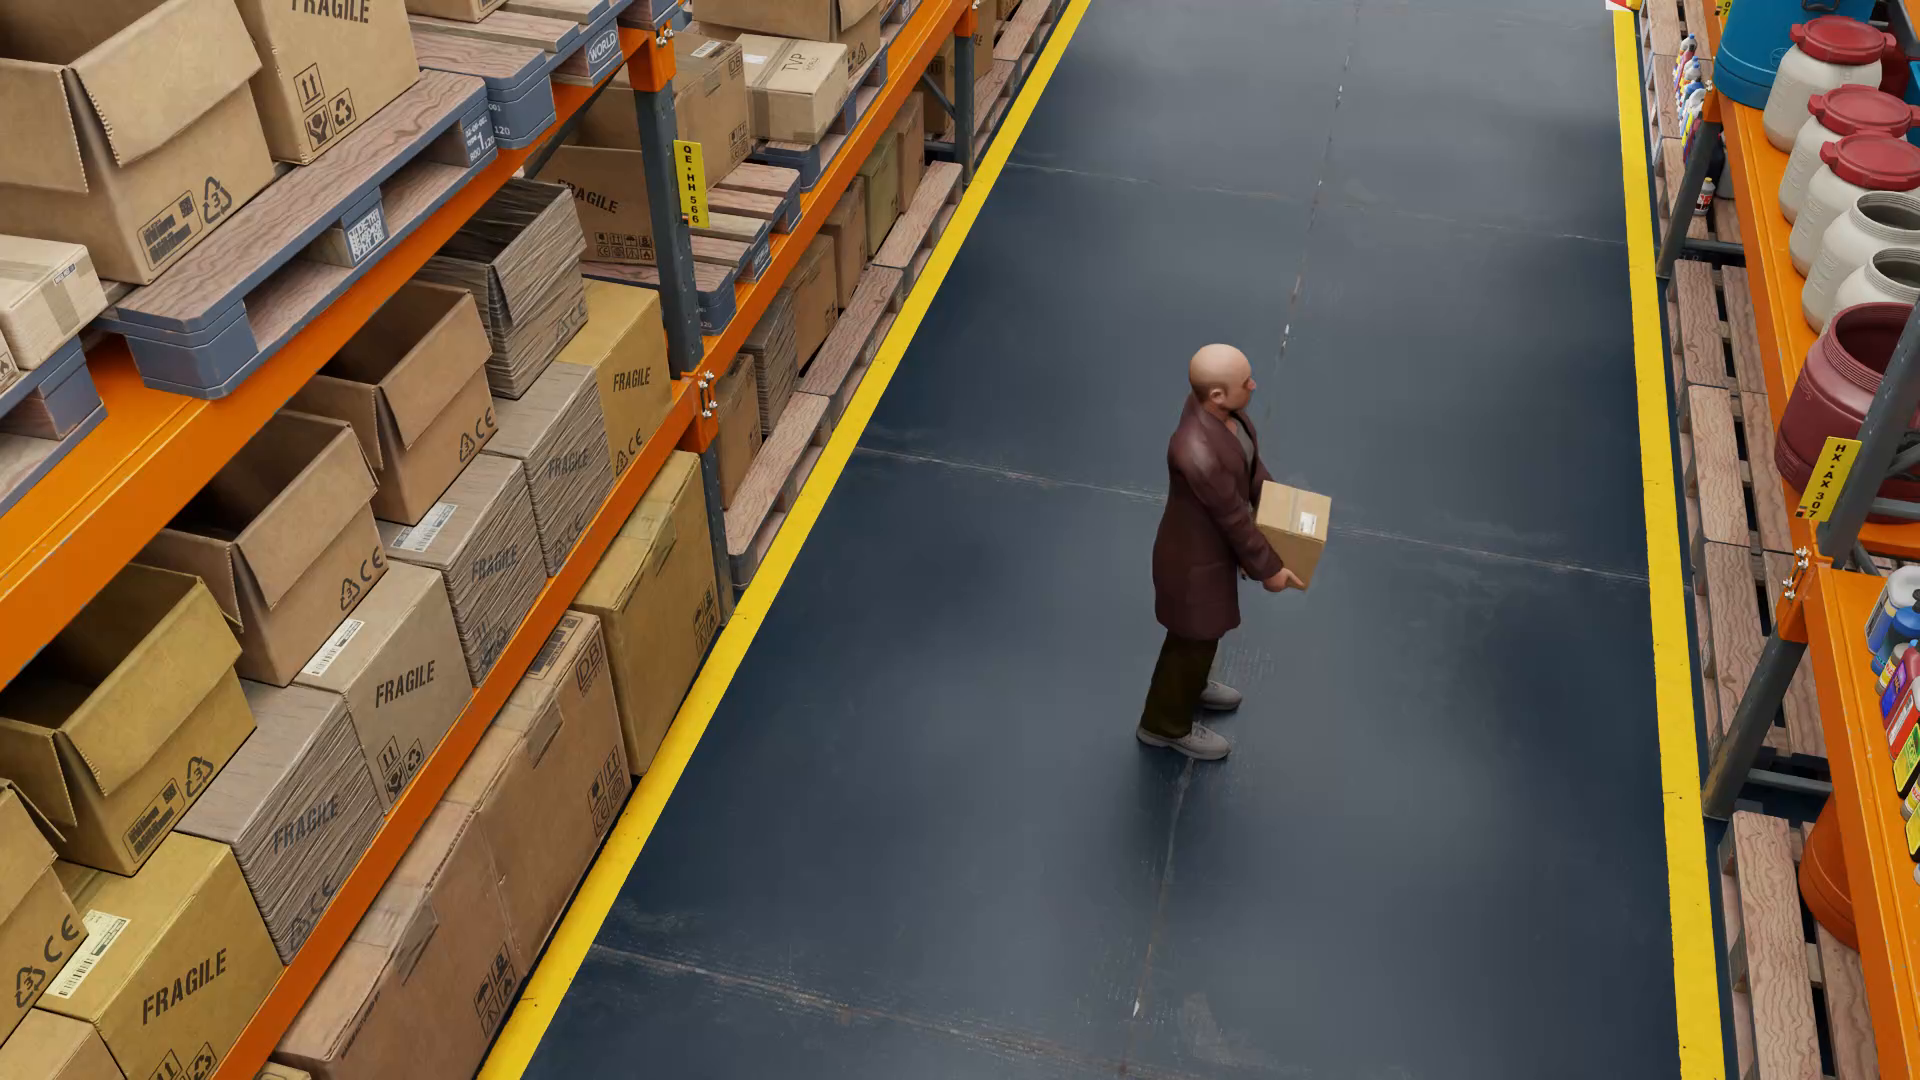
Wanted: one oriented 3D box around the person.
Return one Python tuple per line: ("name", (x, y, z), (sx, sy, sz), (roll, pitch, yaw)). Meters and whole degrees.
("person", (0.989, 0.062, 6.099), (0.551, 1.780, 0.526), (9, 41, 11))
